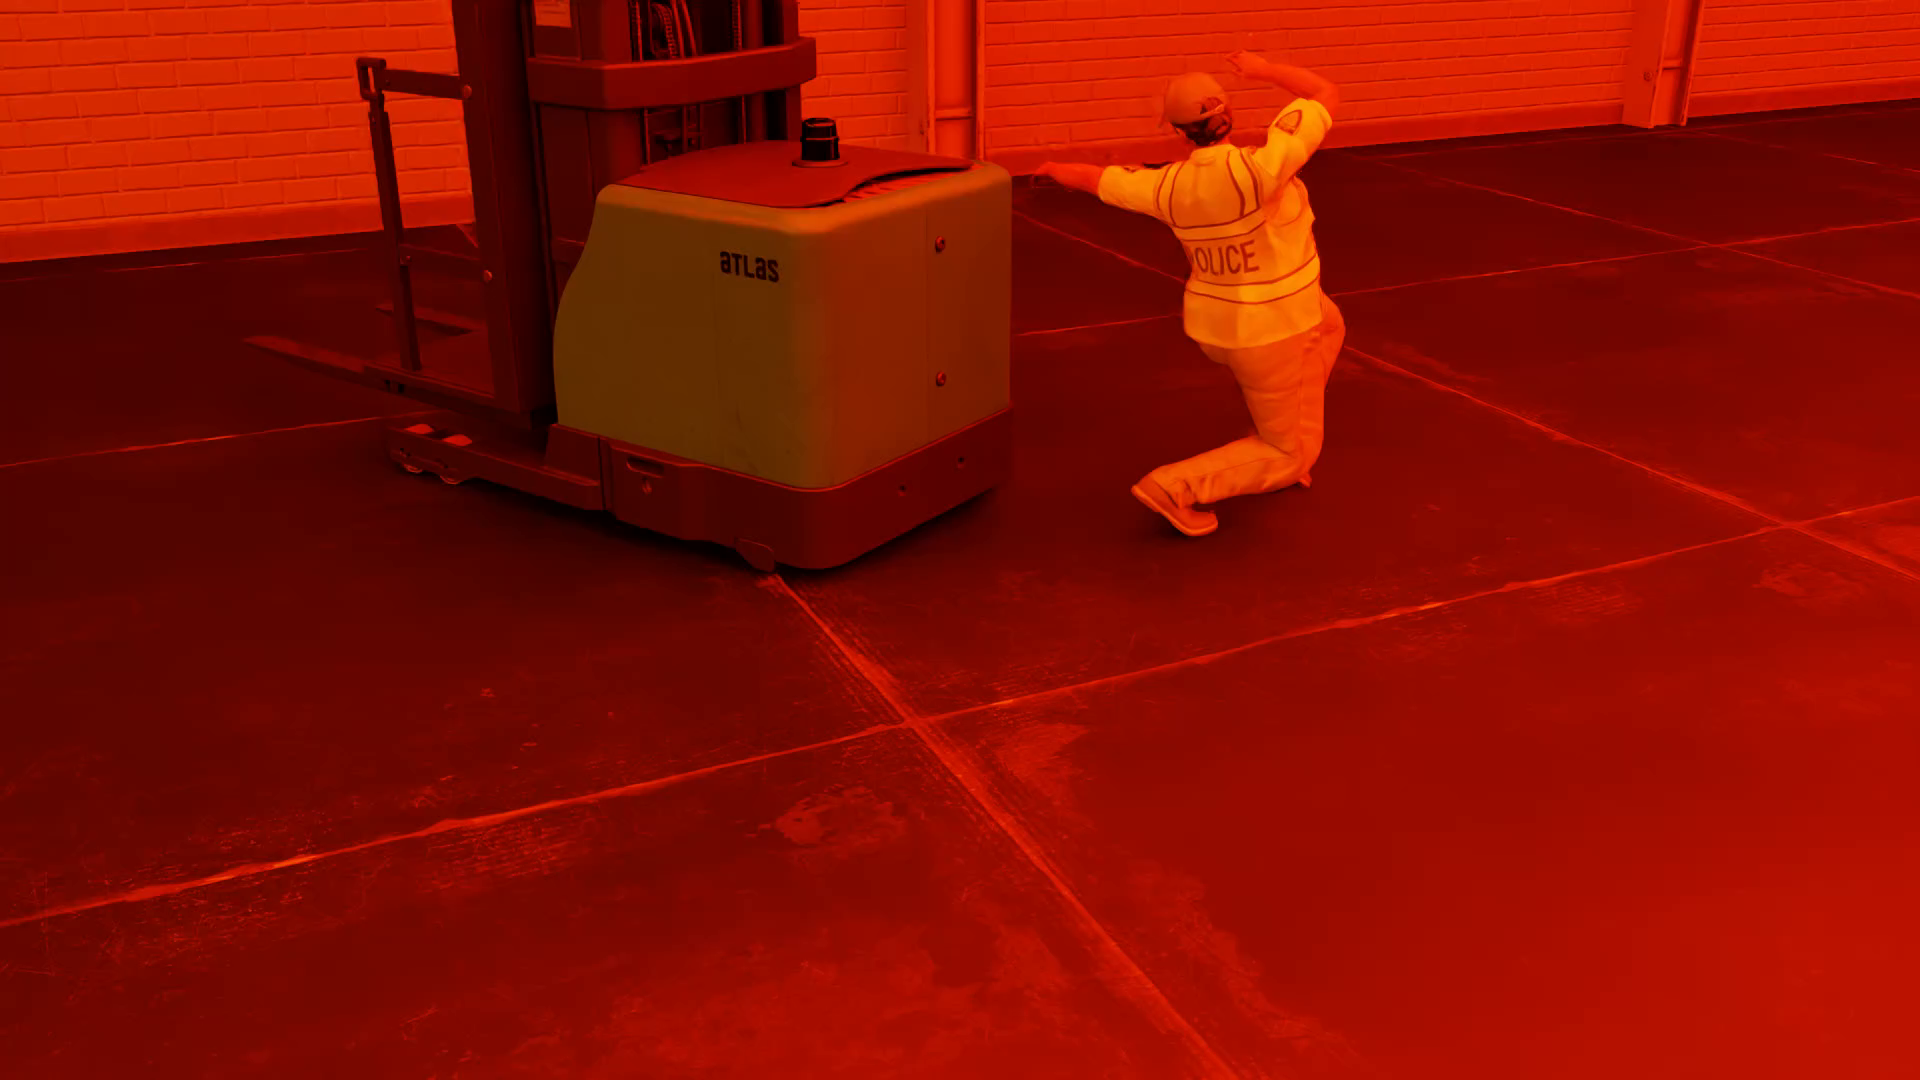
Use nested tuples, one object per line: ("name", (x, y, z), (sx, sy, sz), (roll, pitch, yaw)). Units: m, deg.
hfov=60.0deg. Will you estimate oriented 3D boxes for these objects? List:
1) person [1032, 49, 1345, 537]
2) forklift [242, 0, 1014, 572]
("person", (0.788, -0.816, 5.263), (0.858, 1.440, 1.005), (-13, 26, -28))
("forklift", (-1.324, -1.686, 5.344), (3.031, 2.935, 1.130), (15, 27, 32))
